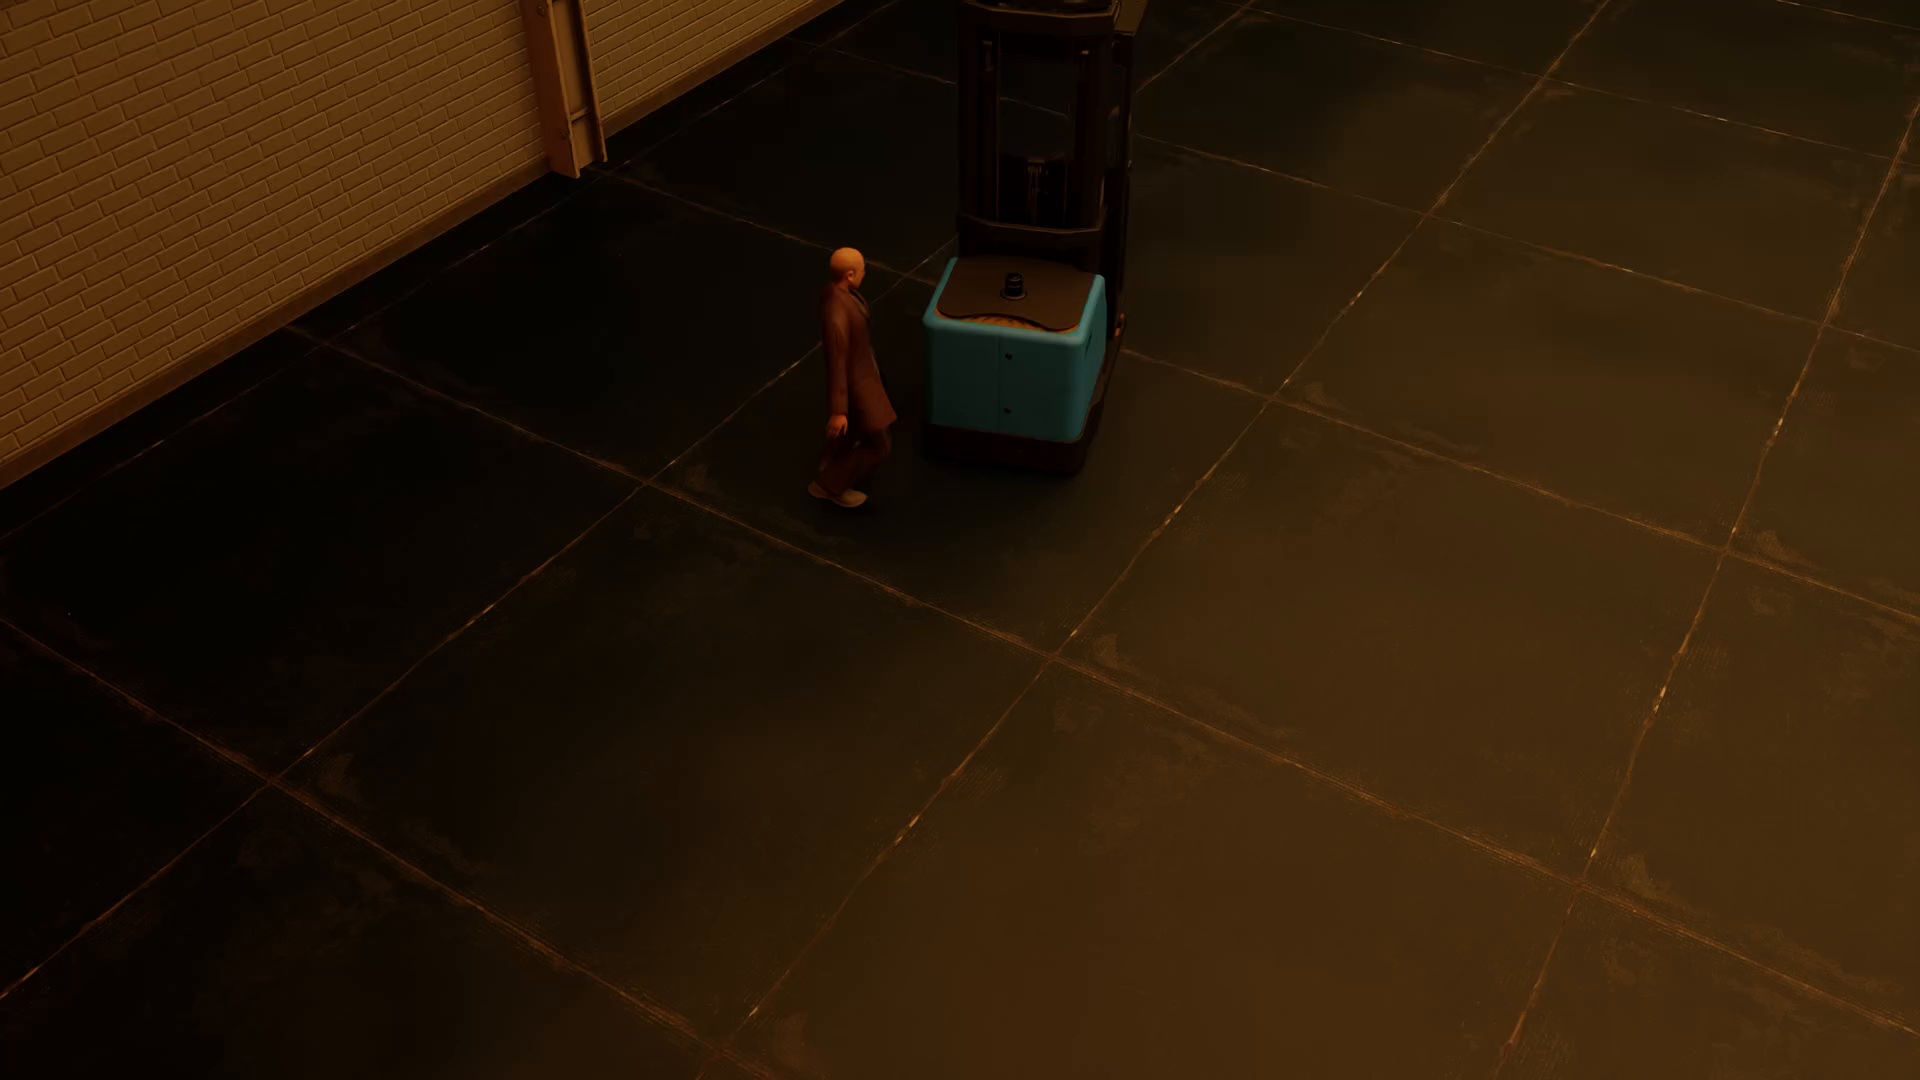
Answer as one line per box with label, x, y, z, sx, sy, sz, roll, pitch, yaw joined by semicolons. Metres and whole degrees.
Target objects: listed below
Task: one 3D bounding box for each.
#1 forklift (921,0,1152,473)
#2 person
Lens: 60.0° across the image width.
forklift;0.588;-2.508;10.926;1.130;2.935;3.031;9;41;10
person;-0.669;-0.966;10.082;0.577;1.687;0.939;-1;40;-1
